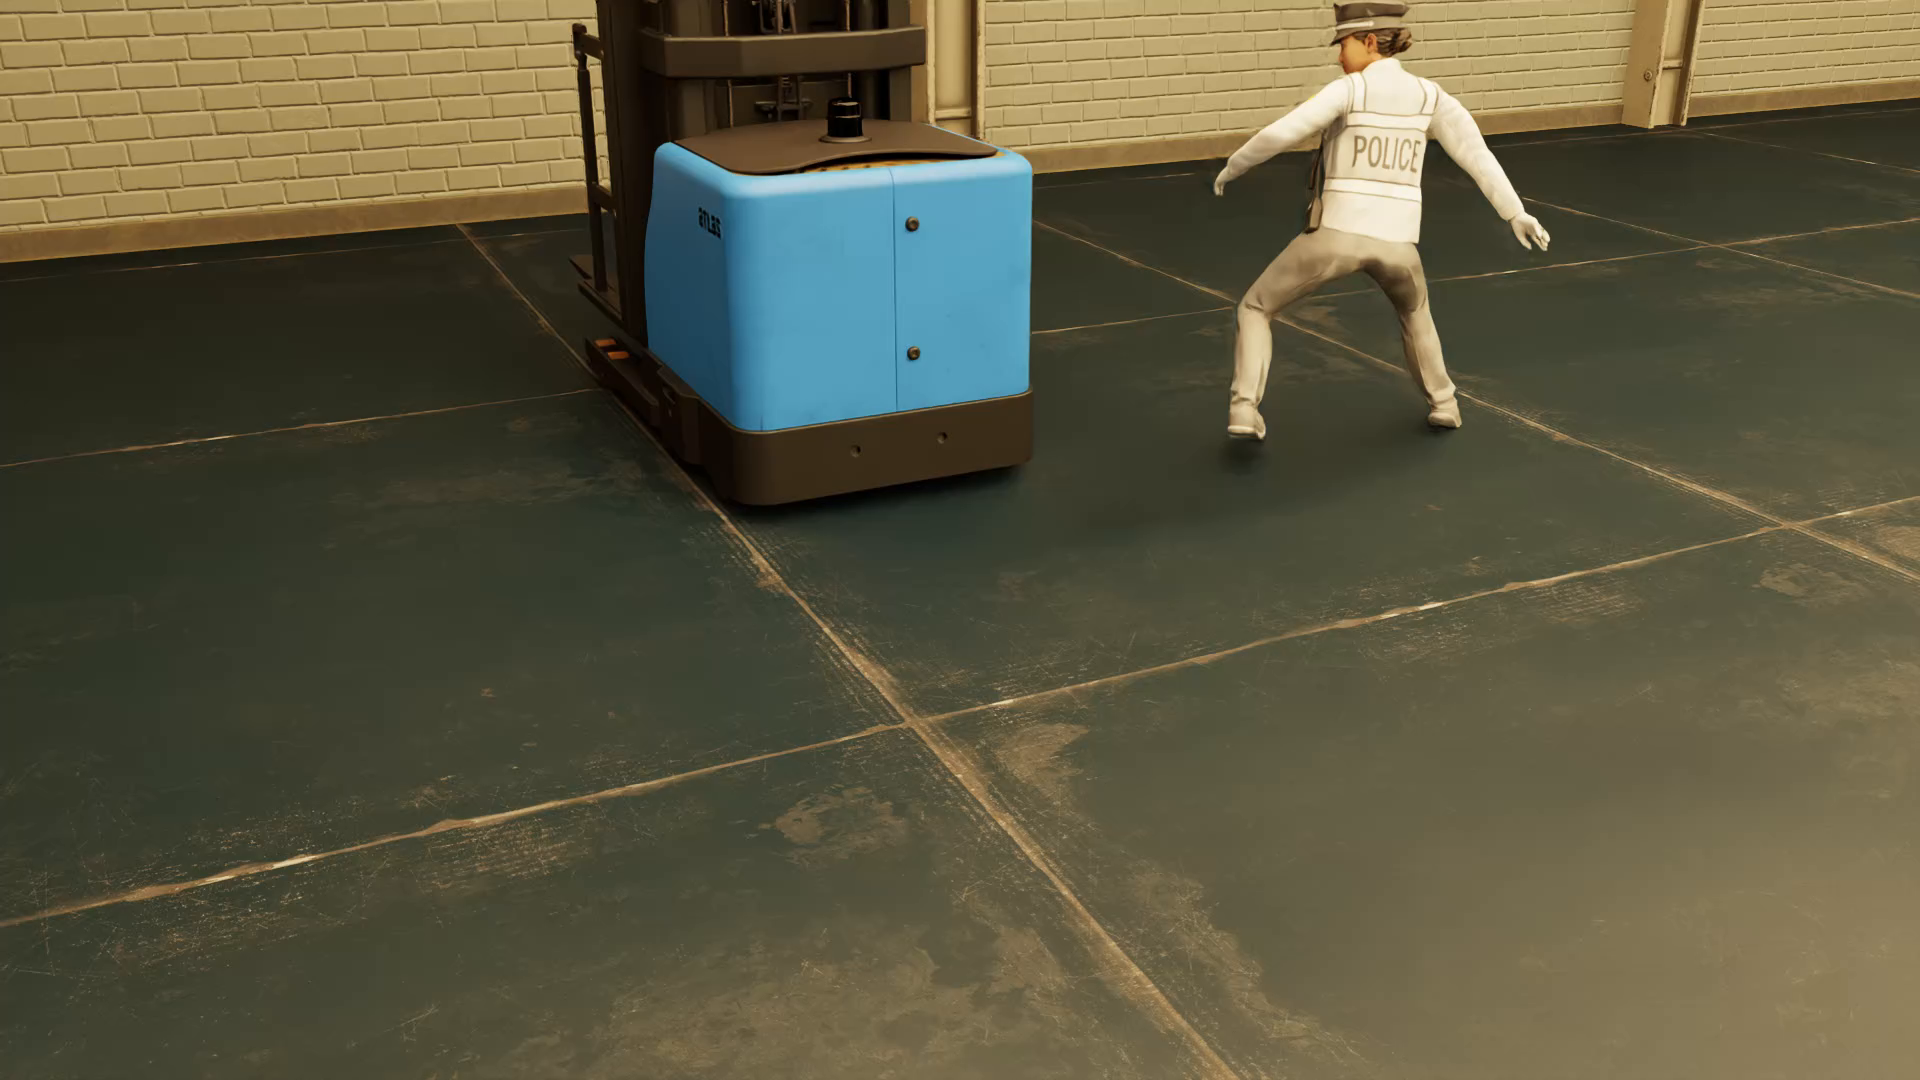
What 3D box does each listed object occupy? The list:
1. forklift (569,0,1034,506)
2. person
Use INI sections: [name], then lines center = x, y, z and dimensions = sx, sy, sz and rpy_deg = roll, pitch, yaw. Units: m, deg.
[forklift]
center = -0.845, -1.990, 6.076
dimensions = 1.130, 2.935, 3.031
rpy_deg = -10, 25, -23
[person]
center = 1.413, -1.014, 5.705
dimensions = 1.060, 1.606, 0.504
rpy_deg = -2, 23, -6
